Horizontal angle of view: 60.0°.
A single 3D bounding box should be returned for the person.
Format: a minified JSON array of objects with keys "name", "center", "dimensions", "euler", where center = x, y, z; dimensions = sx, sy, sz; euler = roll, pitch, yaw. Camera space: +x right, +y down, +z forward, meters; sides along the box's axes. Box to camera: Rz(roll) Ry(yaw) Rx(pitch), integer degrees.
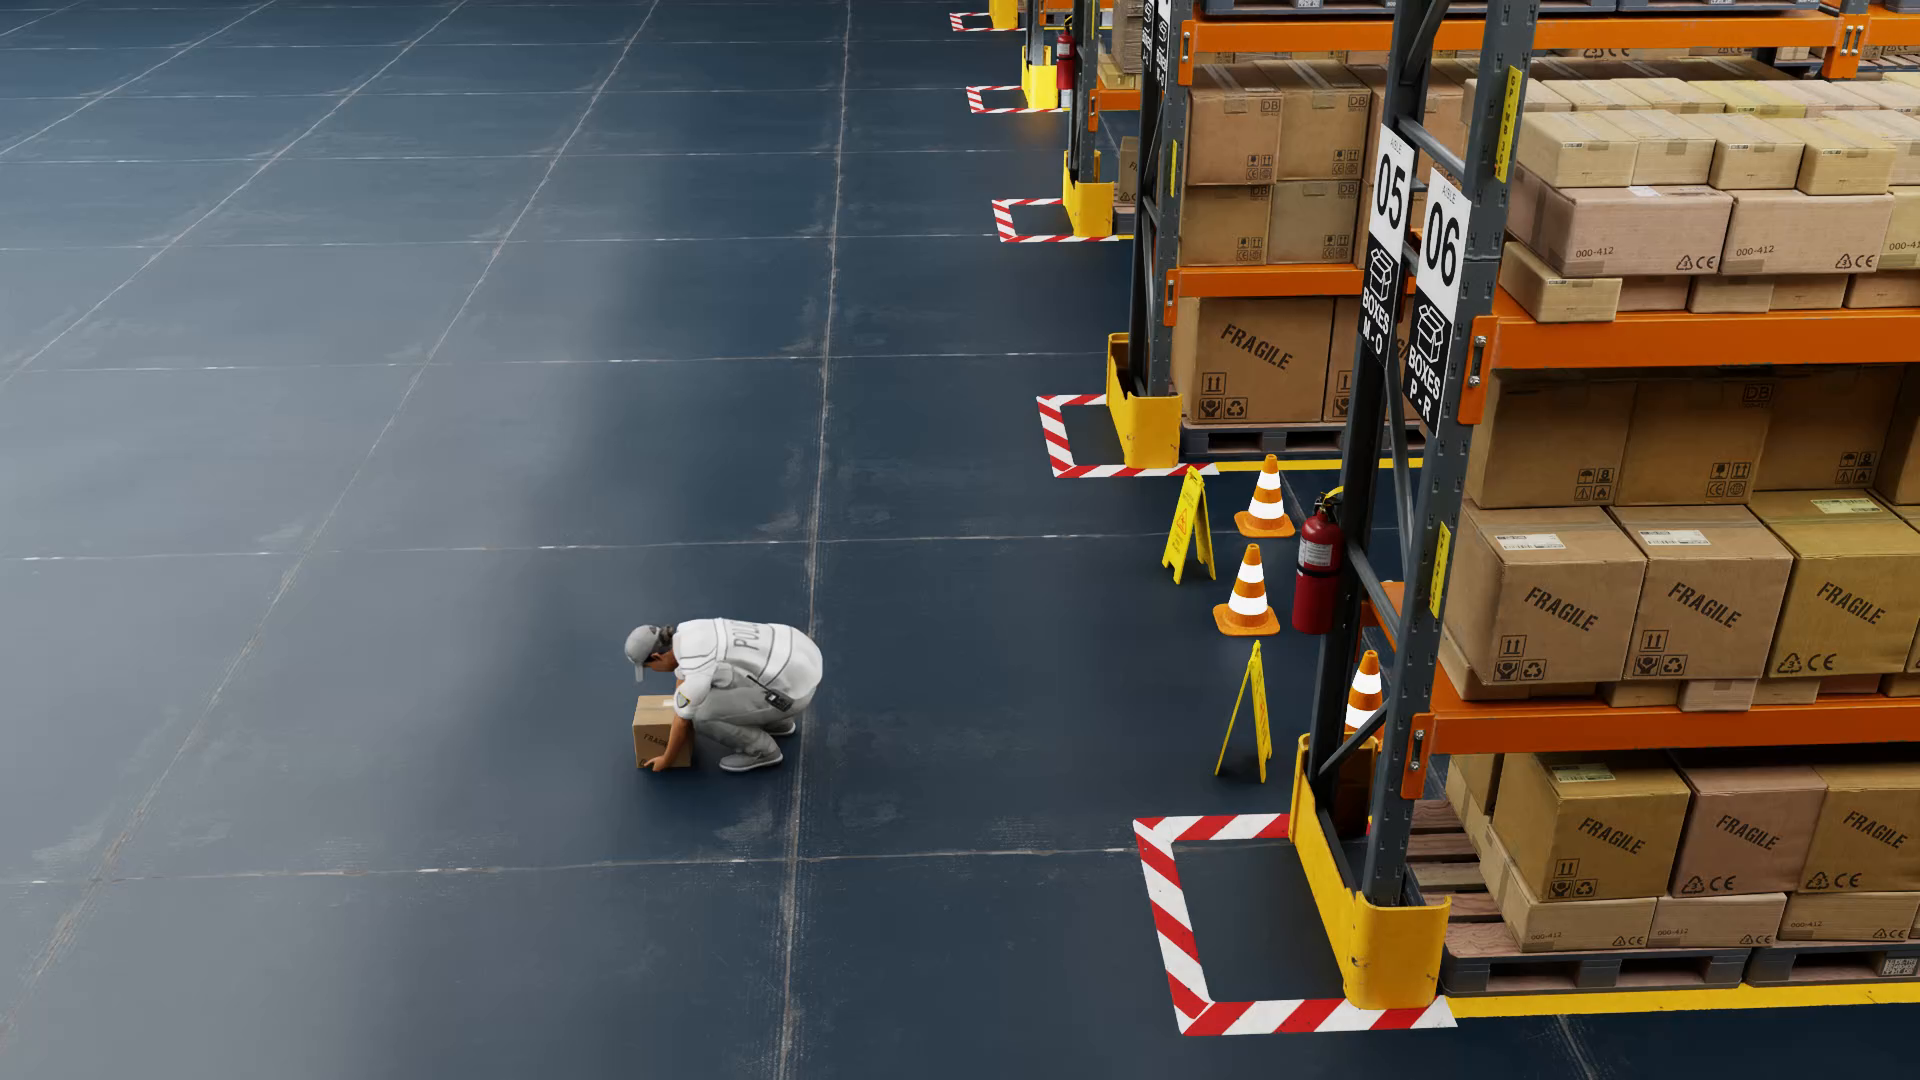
[{"name":"person","center":[-1.101,0.720,7.883],"dimensions":[0.904,0.806,0.509],"euler":[-2,28,-3]}]
